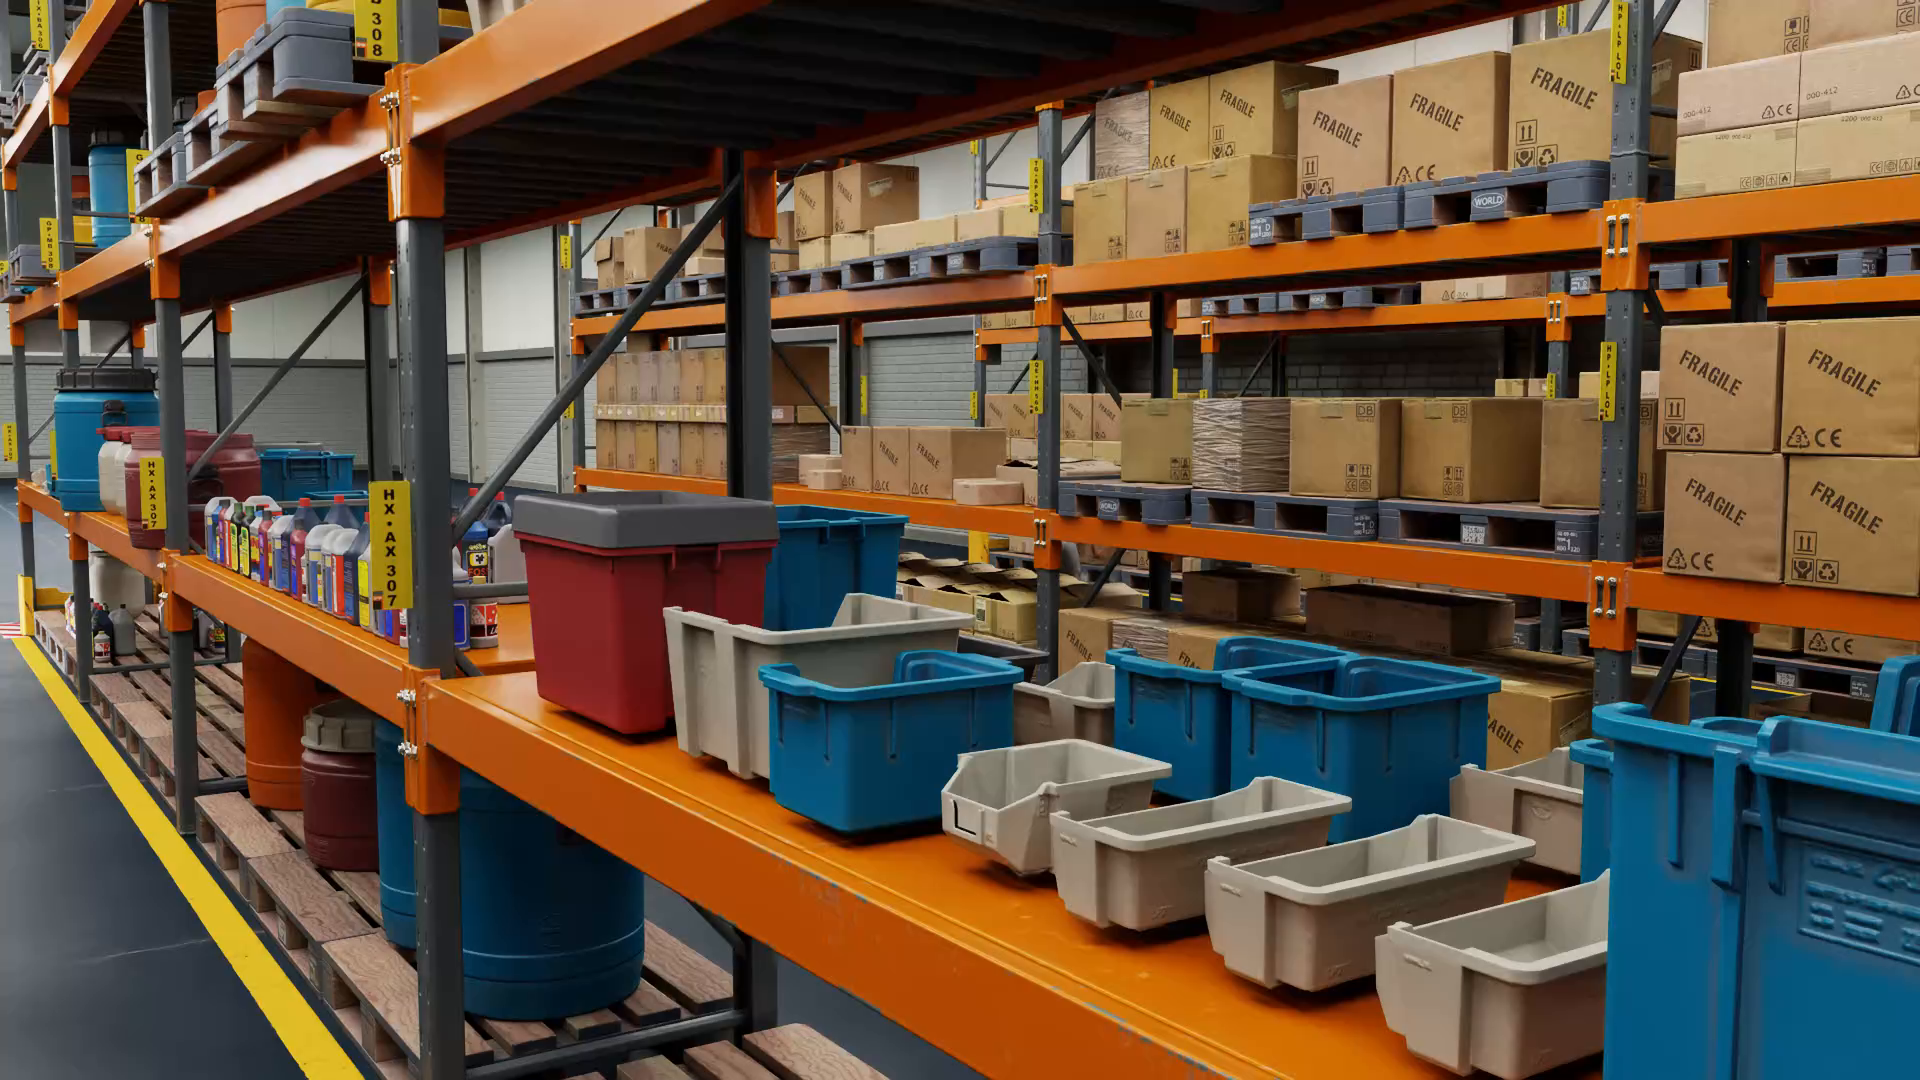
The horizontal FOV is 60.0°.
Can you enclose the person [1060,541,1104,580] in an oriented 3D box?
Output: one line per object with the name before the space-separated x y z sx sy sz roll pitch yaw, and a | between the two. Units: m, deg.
person | 1.003 0.059 14.777 0.687 1.404 0.383 -3 6 -35
